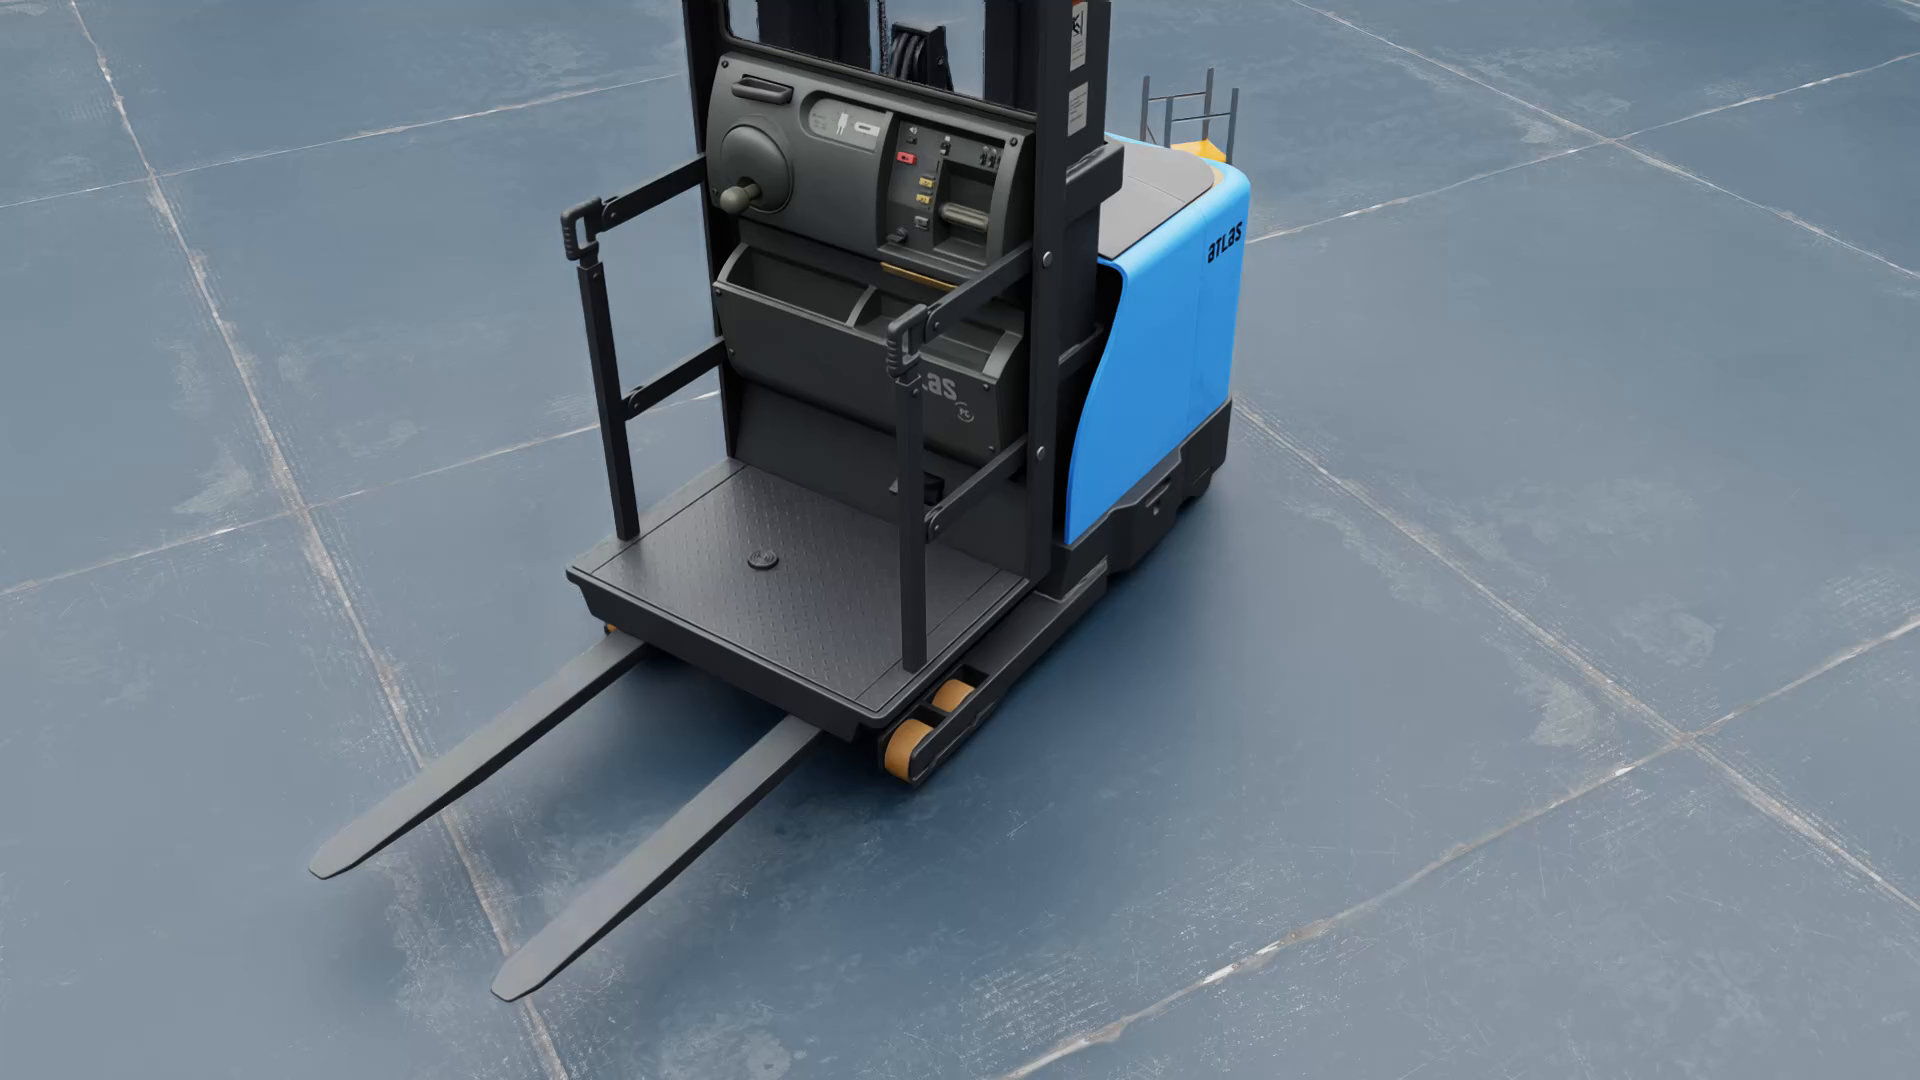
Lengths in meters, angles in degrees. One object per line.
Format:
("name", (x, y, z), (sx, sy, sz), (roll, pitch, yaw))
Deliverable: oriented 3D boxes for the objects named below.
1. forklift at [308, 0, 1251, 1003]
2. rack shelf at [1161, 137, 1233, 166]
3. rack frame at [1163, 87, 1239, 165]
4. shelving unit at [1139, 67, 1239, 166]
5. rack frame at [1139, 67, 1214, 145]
("forklift", (-0.371, -0.868, 3.954), (1.130, 2.935, 3.031), (22, 42, 27))
("rack shelf", (0.717, -1.194, 5.331), (0.258, 0.103, 0.180), (-11, 37, -14))
("rack frame", (0.746, -0.887, 5.445), (0.240, 1.200, 0.006), (-11, 37, -14))
("shelving unit", (0.718, -0.938, 5.516), (0.258, 1.200, 0.189), (-11, 37, -14))
("rack frame", (0.690, -0.989, 5.586), (0.240, 1.200, 0.006), (-11, 37, -14))
